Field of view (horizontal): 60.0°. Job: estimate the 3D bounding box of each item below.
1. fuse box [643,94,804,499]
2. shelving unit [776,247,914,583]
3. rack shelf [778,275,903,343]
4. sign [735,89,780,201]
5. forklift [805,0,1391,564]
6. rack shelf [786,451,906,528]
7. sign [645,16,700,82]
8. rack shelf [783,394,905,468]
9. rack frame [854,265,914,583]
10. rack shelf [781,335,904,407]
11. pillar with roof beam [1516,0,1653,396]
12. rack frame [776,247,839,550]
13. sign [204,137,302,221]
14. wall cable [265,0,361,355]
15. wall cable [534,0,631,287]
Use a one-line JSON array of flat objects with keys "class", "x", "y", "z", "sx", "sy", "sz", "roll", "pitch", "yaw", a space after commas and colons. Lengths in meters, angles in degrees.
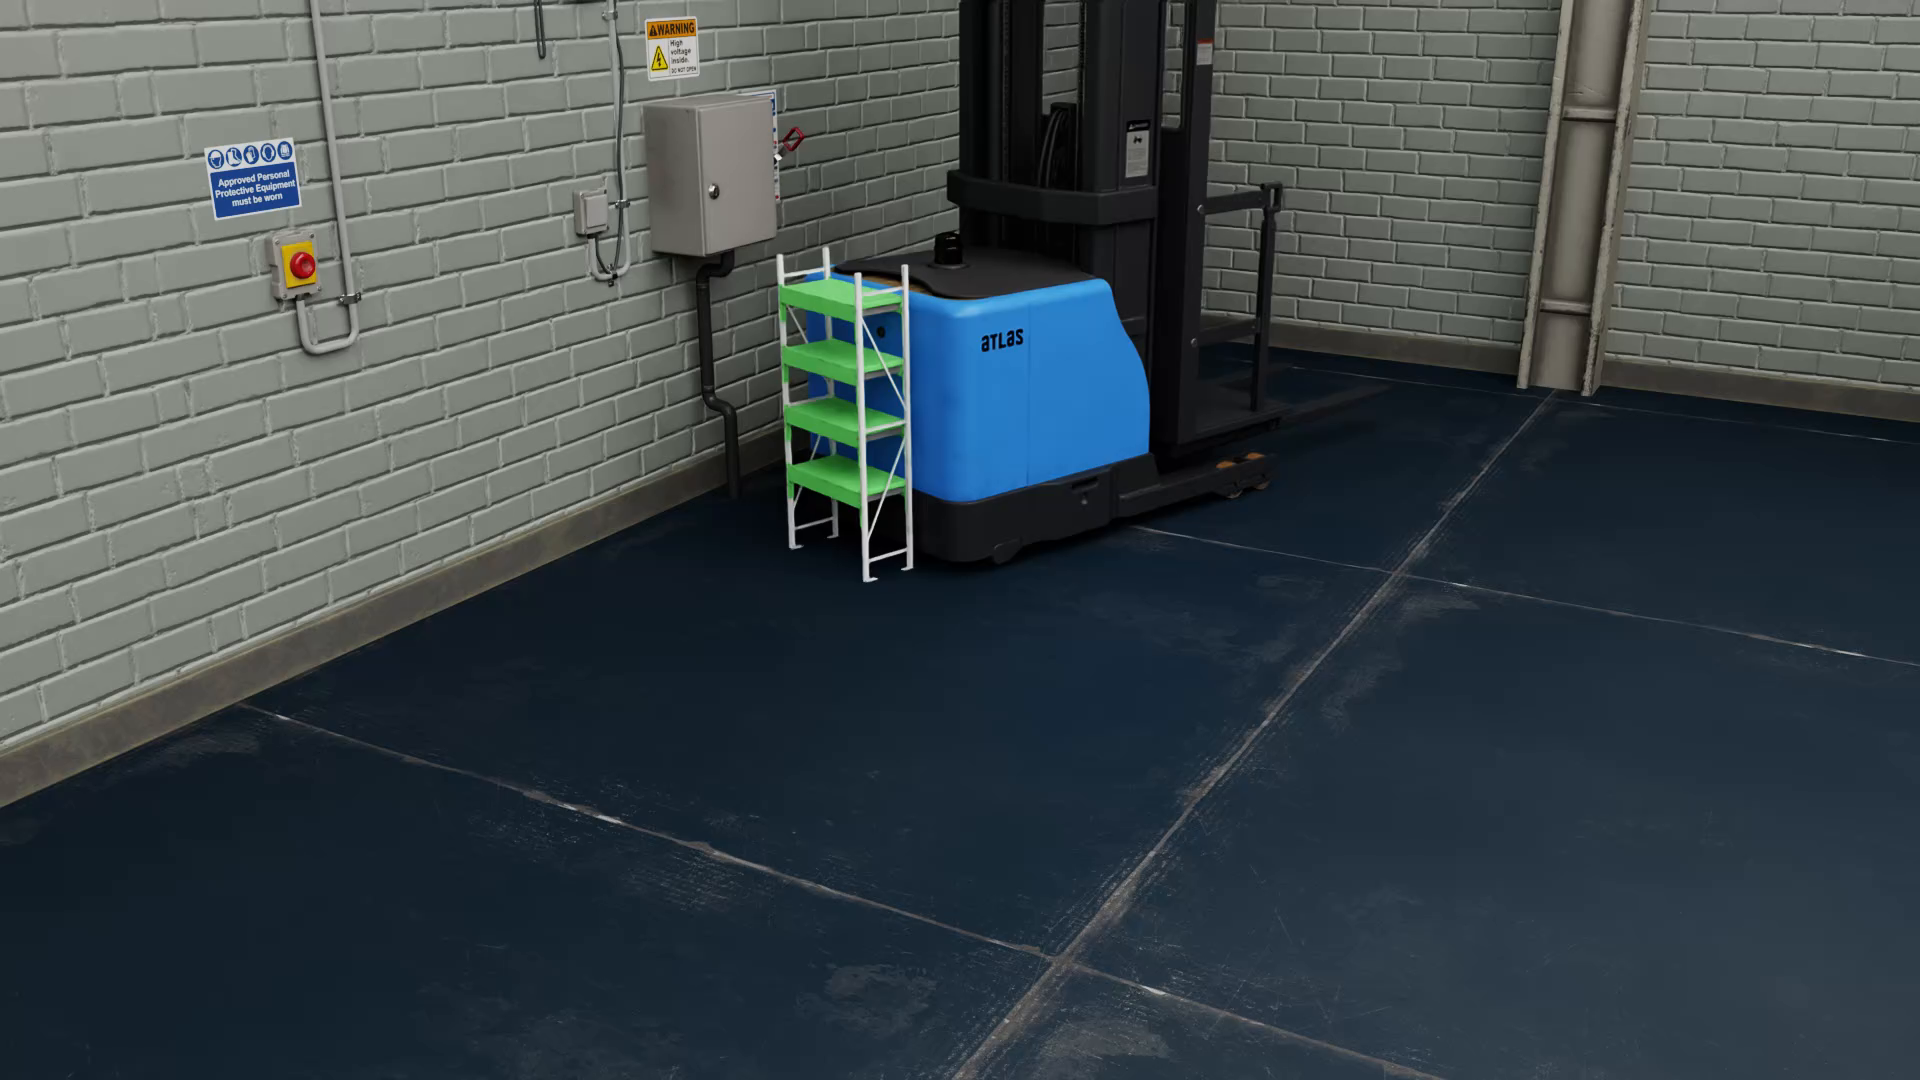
[{"class": "fuse box", "x": -0.965, "y": -0.998, "z": 7.106, "sx": 0.414, "sy": 1.711, "sz": 0.539, "roll": 11, "pitch": 23, "yaw": 27}, {"class": "shelving unit", "x": -0.442, "y": -0.489, "z": 6.450, "sx": 0.258, "sy": 1.200, "sz": 0.503, "roll": -17, "pitch": 26, "yaw": -38}, {"class": "rack shelf", "x": -0.445, "y": -0.879, "z": 6.306, "sx": 0.258, "sy": 0.148, "sz": 0.480, "roll": -17, "pitch": 26, "yaw": -38}, {"class": "sign", "x": -0.905, "y": -1.740, "z": 7.403, "sx": 0.001, "sy": 0.494, "sz": 0.329, "roll": 11, "pitch": 23, "yaw": 27}, {"class": "forklift", "x": 0.797, "y": -1.681, "z": 7.202, "sx": 3.031, "sy": 2.935, "sz": 1.130, "roll": -16, "pitch": 26, "yaw": -38}, {"class": "rack shelf", "x": -0.440, "y": -0.204, "z": 6.556, "sx": 0.258, "sy": 0.148, "sz": 0.480, "roll": -17, "pitch": 26, "yaw": -38}, {"class": "sign", "x": -1.173, "y": -2.010, "z": 6.795, "sx": 0.001, "sy": 0.242, "sz": 0.339, "roll": 11, "pitch": 23, "yaw": 27}, {"class": "rack shelf", "x": -0.442, "y": -0.429, "z": 6.472, "sx": 0.258, "sy": 0.148, "sz": 0.480, "roll": -17, "pitch": 26, "yaw": -38}, {"class": "rack frame", "x": -0.283, "y": -0.426, "z": 6.277, "sx": 0.240, "sy": 1.200, "sz": 0.015, "roll": -17, "pitch": 26, "yaw": -38}, {"class": "rack shelf", "x": -0.443, "y": -0.654, "z": 6.389, "sx": 0.258, "sy": 0.148, "sz": 0.480, "roll": -17, "pitch": 26, "yaw": -38}, {"class": "pillar with roof beam", "x": 1.221, "y": -3.805, "z": 4.159, "sx": 0.400, "sy": 9.000, "sz": 9.100, "roll": 11, "pitch": 23, "yaw": 27}, {"class": "rack frame", "x": -0.602, "y": -0.552, "z": 6.624, "sx": 0.240, "sy": 1.200, "sz": 0.015, "roll": -17, "pitch": 26, "yaw": -38}, {"class": "sign", "x": -2.194, "y": -1.125, "z": 5.172, "sx": 0.001, "sy": 0.218, "sz": 0.327, "roll": 11, "pitch": 23, "yaw": 27}, {"class": "wall cable", "x": -2.117, "y": -1.495, "z": 5.051, "sx": 0.123, "sy": 1.953, "sz": 0.585, "roll": 11, "pitch": 23, "yaw": 27}, {"class": "wall cable", "x": -1.436, "y": -1.904, "z": 6.225, "sx": 0.122, "sy": 1.984, "sz": 0.588, "roll": 11, "pitch": 23, "yaw": 27}]
